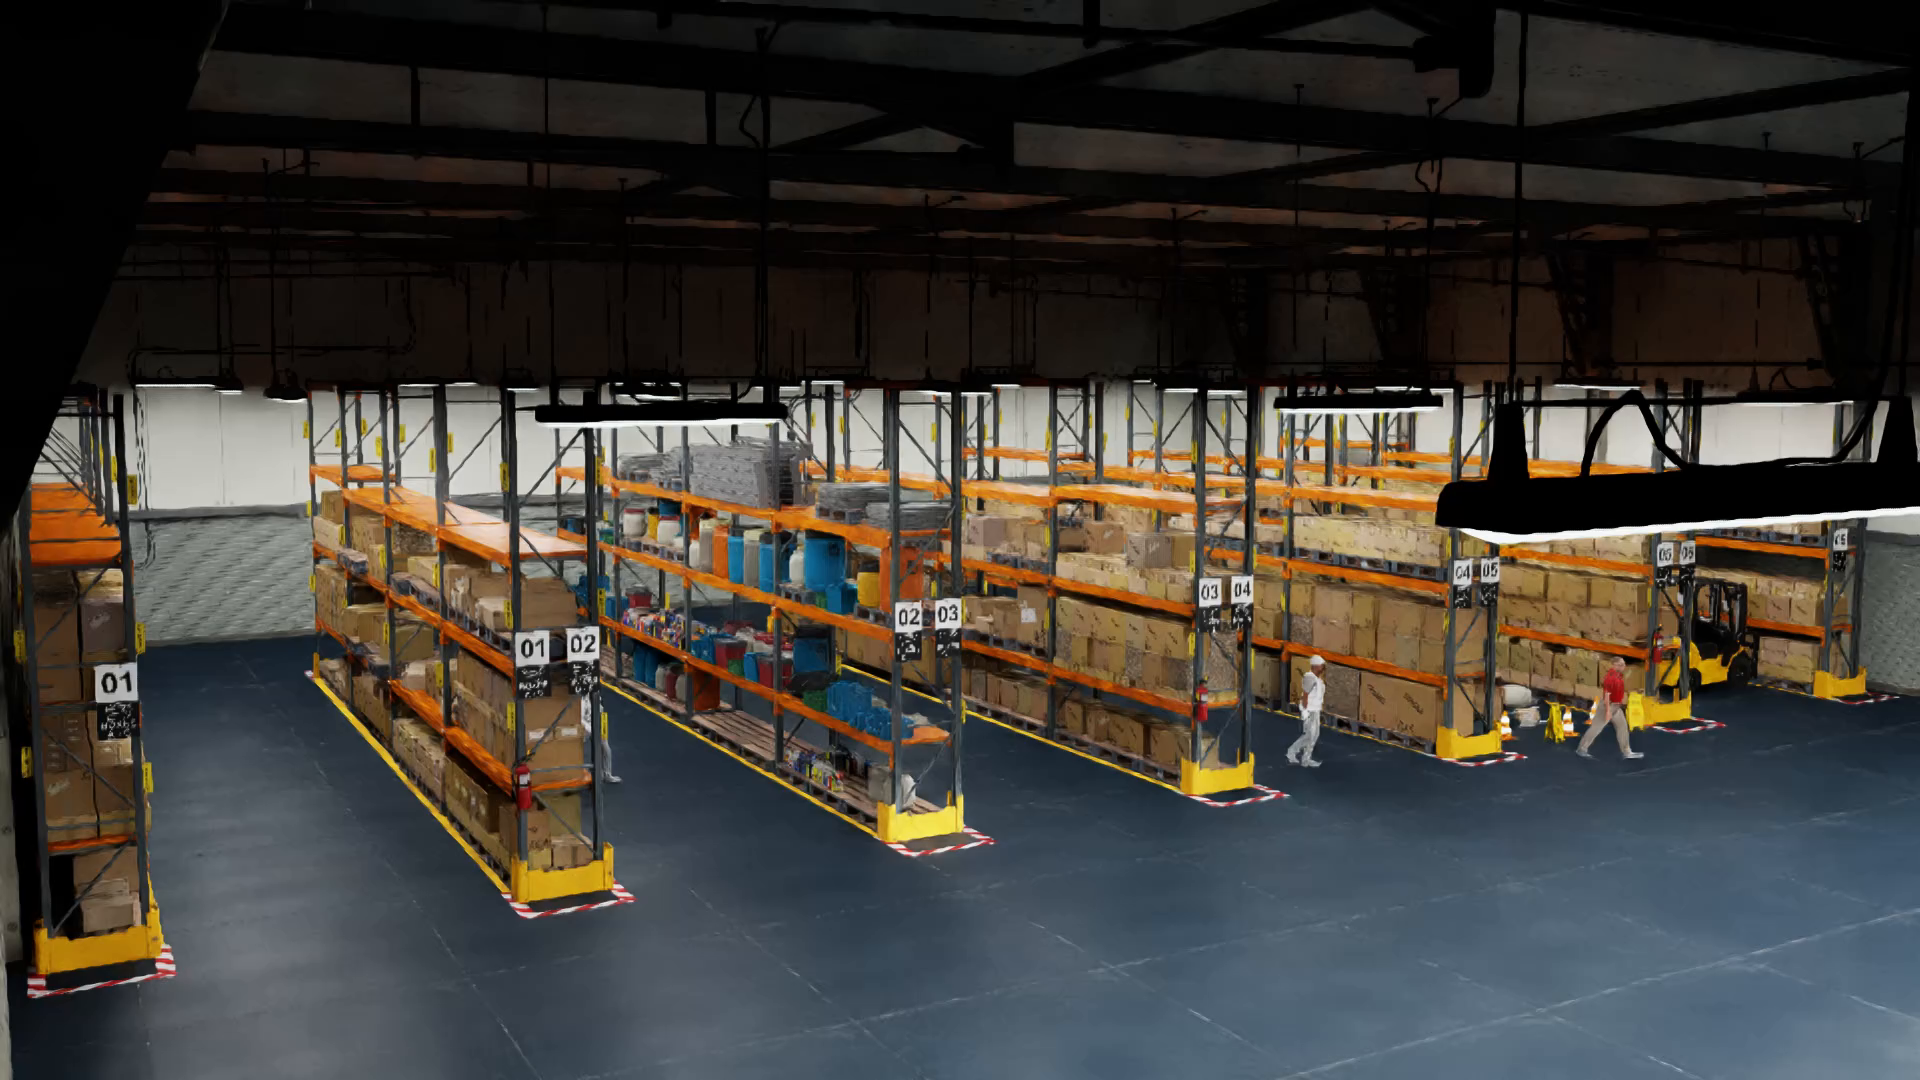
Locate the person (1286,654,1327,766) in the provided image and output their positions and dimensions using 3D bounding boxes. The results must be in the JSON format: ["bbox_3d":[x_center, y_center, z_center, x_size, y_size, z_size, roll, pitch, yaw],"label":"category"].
[{"bbox_3d":[5.450,2.676,26.143,0.574,1.774,0.602,3,7,26],"label":"person"}]

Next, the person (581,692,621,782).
[{"bbox_3d":[-5.589,2.863,25.045,0.814,1.603,0.638,6,8,44],"label":"person"}]

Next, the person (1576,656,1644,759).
[{"bbox_3d":[10.394,2.680,26.562,0.974,1.679,0.554,5,8,38],"label":"person"}]
